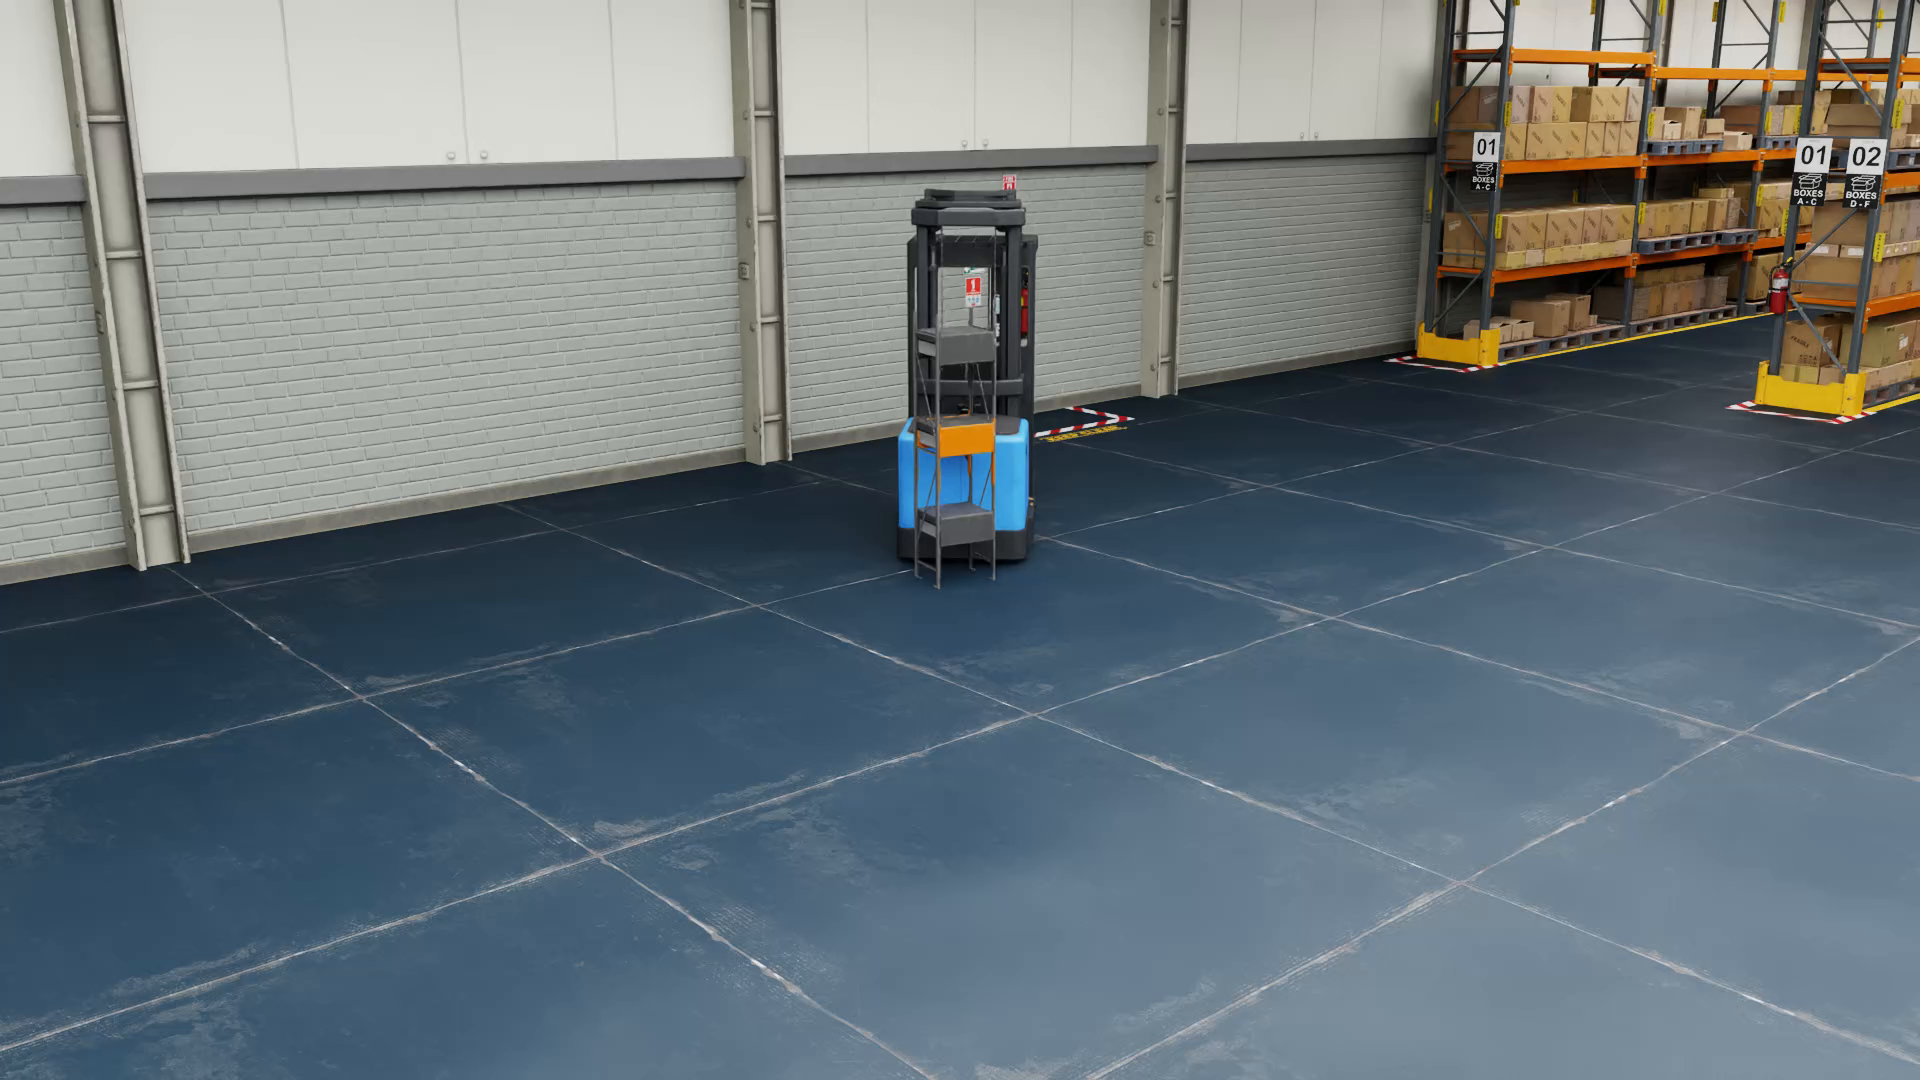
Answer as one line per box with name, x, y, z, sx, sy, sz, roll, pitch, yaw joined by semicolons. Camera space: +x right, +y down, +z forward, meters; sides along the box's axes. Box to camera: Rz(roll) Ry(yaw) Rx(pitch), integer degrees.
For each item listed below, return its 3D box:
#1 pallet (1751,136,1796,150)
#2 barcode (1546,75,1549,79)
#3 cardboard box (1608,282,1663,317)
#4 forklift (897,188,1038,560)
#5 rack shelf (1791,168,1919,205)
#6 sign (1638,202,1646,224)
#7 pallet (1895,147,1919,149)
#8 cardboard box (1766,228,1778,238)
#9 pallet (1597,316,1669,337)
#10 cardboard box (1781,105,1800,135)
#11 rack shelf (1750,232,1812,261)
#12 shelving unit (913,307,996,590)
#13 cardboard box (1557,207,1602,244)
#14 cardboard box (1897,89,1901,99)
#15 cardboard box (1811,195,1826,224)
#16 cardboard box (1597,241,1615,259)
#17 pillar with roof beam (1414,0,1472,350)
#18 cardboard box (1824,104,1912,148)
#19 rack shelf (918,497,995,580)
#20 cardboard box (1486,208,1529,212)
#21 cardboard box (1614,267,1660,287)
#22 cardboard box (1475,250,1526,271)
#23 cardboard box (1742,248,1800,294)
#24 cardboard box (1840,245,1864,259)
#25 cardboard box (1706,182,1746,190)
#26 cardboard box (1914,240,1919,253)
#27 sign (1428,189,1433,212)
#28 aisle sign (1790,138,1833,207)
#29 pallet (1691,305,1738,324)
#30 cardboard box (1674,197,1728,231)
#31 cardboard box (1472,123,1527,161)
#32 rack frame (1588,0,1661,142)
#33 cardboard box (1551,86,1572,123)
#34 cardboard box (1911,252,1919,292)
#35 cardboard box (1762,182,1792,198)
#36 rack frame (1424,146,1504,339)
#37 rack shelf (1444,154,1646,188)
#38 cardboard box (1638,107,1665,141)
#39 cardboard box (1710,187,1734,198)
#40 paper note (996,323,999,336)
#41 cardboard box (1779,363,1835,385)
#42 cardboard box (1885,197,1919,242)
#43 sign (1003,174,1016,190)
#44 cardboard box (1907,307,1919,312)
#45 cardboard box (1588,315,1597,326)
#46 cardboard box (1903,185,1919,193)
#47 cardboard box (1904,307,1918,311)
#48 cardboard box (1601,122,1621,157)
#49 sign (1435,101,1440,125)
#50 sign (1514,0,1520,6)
pallet;13.578;-6.860;28.672;1.003;0.211;1.213;-12;19;-37
barcode;8.779;-6.920;24.850;0.075;0.075;0.001;-13;19;-39
cardboard box;11.011;-3.935;27.160;0.500;0.500;0.700;-13;20;-40
forklift;0.114;-1.586;14.506;1.130;2.935;3.031;1;15;4
rack shelf;11.856;-4.504;20.880;4.000;0.370;1.077;-13;19;-39
sign;10.472;-5.019;25.549;0.005;0.325;0.100;-13;19;-39
pallet;11.818;-4.792;20.738;1.213;0.211;1.003;-13;19;-39
cardboard box;13.980;-5.351;28.918;0.250;0.149;0.380;-12;19;-38
pallet;10.696;-3.490;26.906;1.213;0.211;1.003;-13;19;-39
cardboard box;14.247;-7.377;29.196;0.500;0.500;0.700;-11;19;-37
rack shelf;14.636;-5.374;29.949;4.000;0.370;1.077;-13;19;-39
shelving unit;-0.043;-0.707;12.829;0.503;2.100;0.431;-8;17;-27
cardboard box;9.196;-4.695;24.813;0.500;0.500;0.500;-13;20;-41
cardboard box;17.250;-8.205;31.171;0.500;0.500;0.500;-13;20;-40
cardboard box;15.199;-5.963;29.951;0.500;0.500;0.500;-13;19;-39
cardboard box;9.570;-4.420;25.236;0.500;0.250;0.500;-13;19;-39
pillar with roof beam;9.878;-6.374;20.677;0.400;9.000;9.100;-13;19;-39
cardboard box;10.783;-4.930;19.795;0.637;0.503;0.797;-11;18;-36
rack shelf;-0.043;-0.018;13.013;0.480;0.518;0.431;-8;17;-27
cardboard box;8.082;-4.620;24.531;0.500;0.500;0.500;-13;20;-41
cardboard box;10.984;-4.275;26.981;0.500;0.250;0.500;-13;20;-41
cardboard box;7.669;-3.985;23.609;0.500;0.250;0.500;-13;20;-41
cardboard box;14.433;-4.793;29.733;0.750;0.750;0.750;-13;20;-40
cardboard box;10.784;-3.450;19.901;0.250;0.149;0.380;-13;20;-40
cardboard box;13.299;-6.074;28.914;0.500;0.250;0.500;-12;19;-38
cardboard box;11.755;-3.668;20.720;0.250;0.149;0.380;-13;20;-40
sign;6.743;-4.851;23.741;0.005;0.325;0.100;-13;19;-39
aisle sign;10.105;-4.365;19.743;0.004;0.787;0.394;-13;19;-39
pallet;12.537;-3.903;28.453;1.213;0.211;1.003;-13;19;-39
cardboard box;12.376;-5.462;27.838;0.700;0.500;0.500;14;20;42
cardboard box;7.509;-5.542;23.141;0.500;0.500;0.500;-12;19;-38
rack frame;10.110;-7.603;25.277;0.127;3.000;1.000;-13;19;-39
cardboard box;8.333;-6.199;23.664;0.500;0.500;0.500;-12;19;-38
cardboard box;11.874;-3.451;21.164;0.500;0.500;0.700;-12;19;-38
cardboard box;14.419;-6.150;29.198;0.500;0.250;0.500;-12;19;-39
rack frame;7.092;-4.027;23.514;0.127;3.000;1.000;-13;19;-39
rack shelf;8.601;-5.468;24.488;4.000;0.370;1.077;-13;19;-39
cardboard box;10.575;-6.482;25.885;0.500;0.500;0.500;-9;18;-32
cardboard box;12.887;-5.892;28.194;0.380;0.149;0.250;13;20;40
paper note;0.458;-2.444;19.295;0.142;0.148;0.016;-13;19;-39
cardboard box;10.557;-2.086;20.762;0.500;0.250;0.500;-13;19;-39
cardboard box;11.520;-4.000;20.704;0.500;0.500;0.700;-13;19;-39
sign;0.565;-4.024;19.012;0.199;0.298;0.001;-13;19;-39
cardboard box;12.773;-2.774;21.885;0.500;0.500;0.500;-13;19;-39
cardboard box;9.726;-3.452;25.999;0.380;0.166;0.250;13;20;40
cardboard box;18.243;-6.669;32.822;0.700;0.700;0.980;-13;20;-40
cardboard box;12.437;-2.874;22.258;0.500;0.500;0.500;-13;19;-39
cardboard box;9.501;-5.995;24.836;0.500;0.500;0.500;14;20;42
sign;6.743;-6.016;23.430;0.005;0.325;0.100;-13;19;-39
sign;7.448;-7.309;22.214;0.005;0.325;0.100;-13;19;-39
